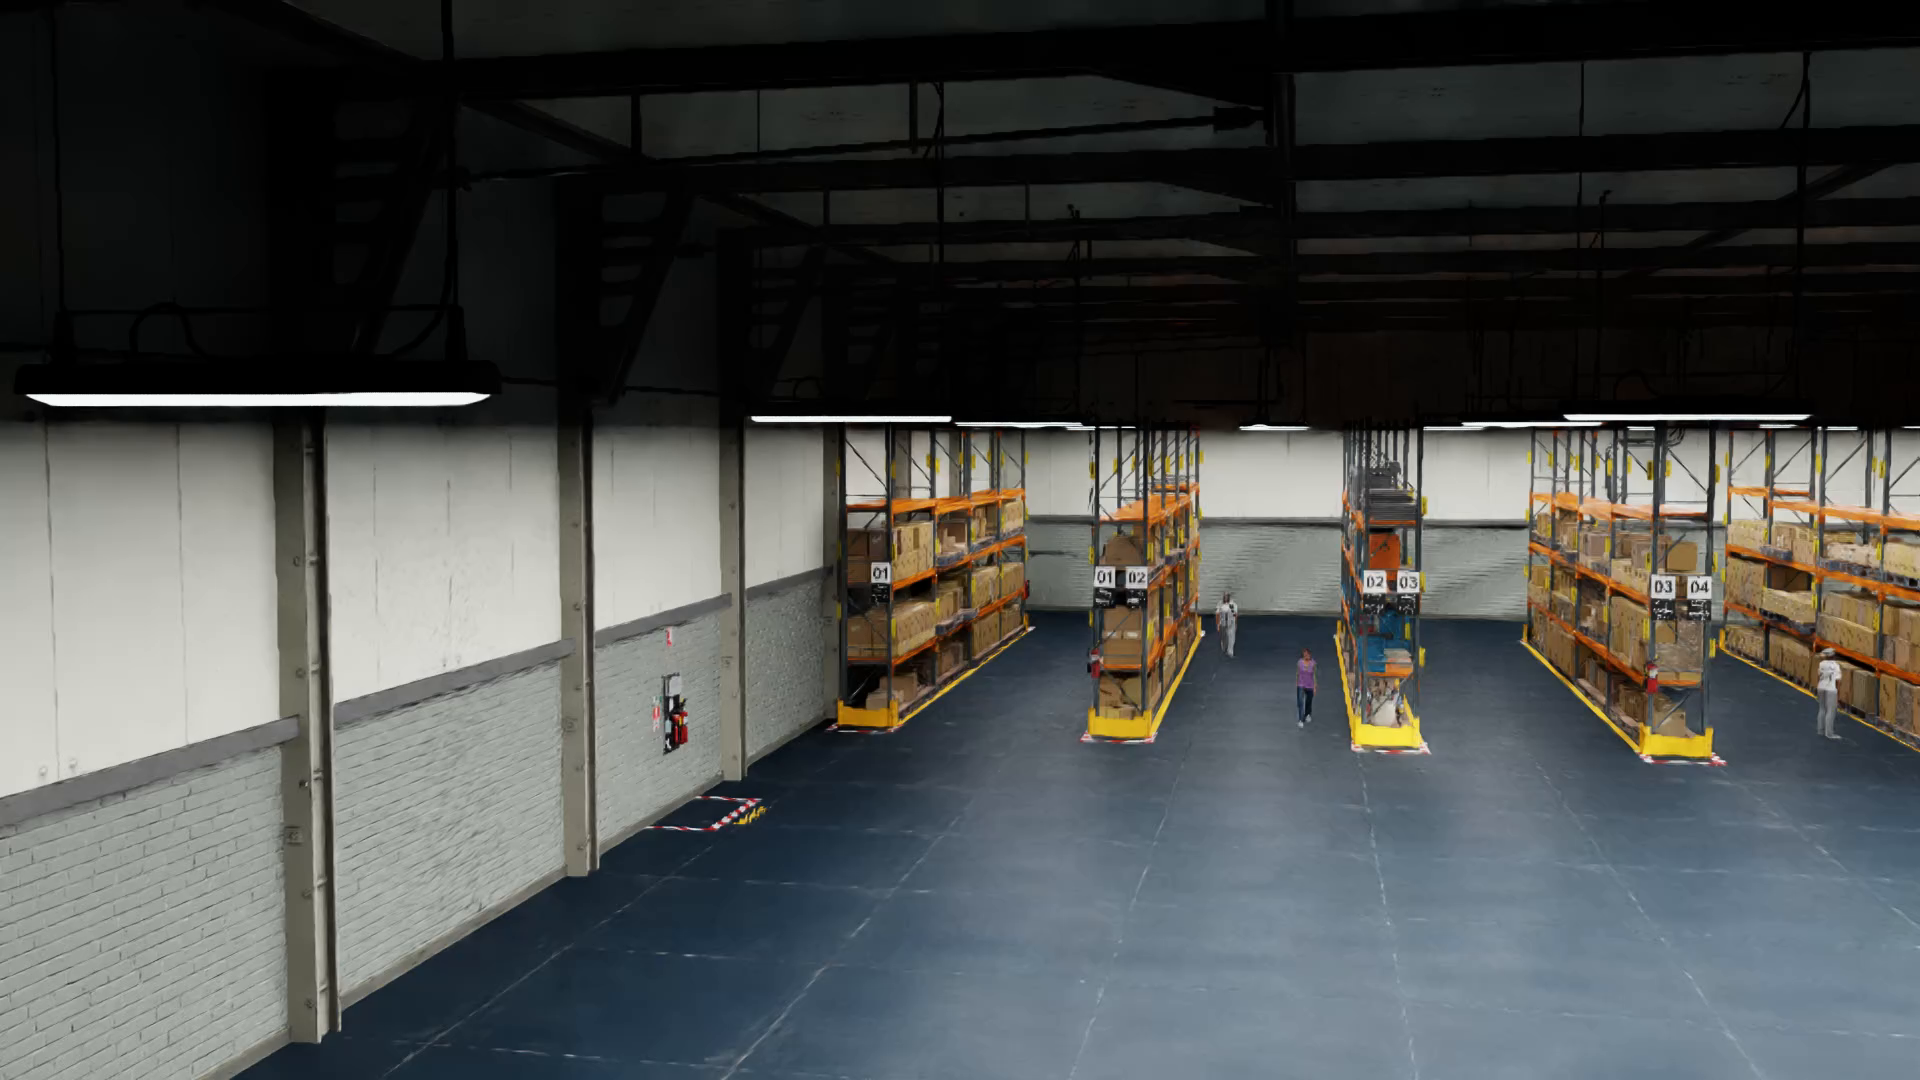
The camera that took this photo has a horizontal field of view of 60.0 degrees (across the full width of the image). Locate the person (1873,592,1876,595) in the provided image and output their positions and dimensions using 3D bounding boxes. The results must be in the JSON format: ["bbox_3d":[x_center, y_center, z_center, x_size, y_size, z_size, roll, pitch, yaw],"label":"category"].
[{"bbox_3d":[24.662,1.991,44.817,0.596,1.656,0.438,-1,4,-20],"label":"person"}]

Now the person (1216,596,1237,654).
[{"bbox_3d":[6.809,2.098,42.483,0.542,1.586,0.924,1,4,13],"label":"person"}]

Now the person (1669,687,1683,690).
[{"bbox_3d":[15.899,2.545,36.974,0.396,1.519,0.688,0,4,-1],"label":"person"}]

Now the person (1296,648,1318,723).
[{"bbox_3d":[6.783,2.812,32.521,0.416,1.466,0.889,1,4,10],"label":"person"}]

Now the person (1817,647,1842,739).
[{"bbox_3d":[16.314,2.853,31.160,0.422,1.677,0.465,-1,4,-19],"label":"person"}]
